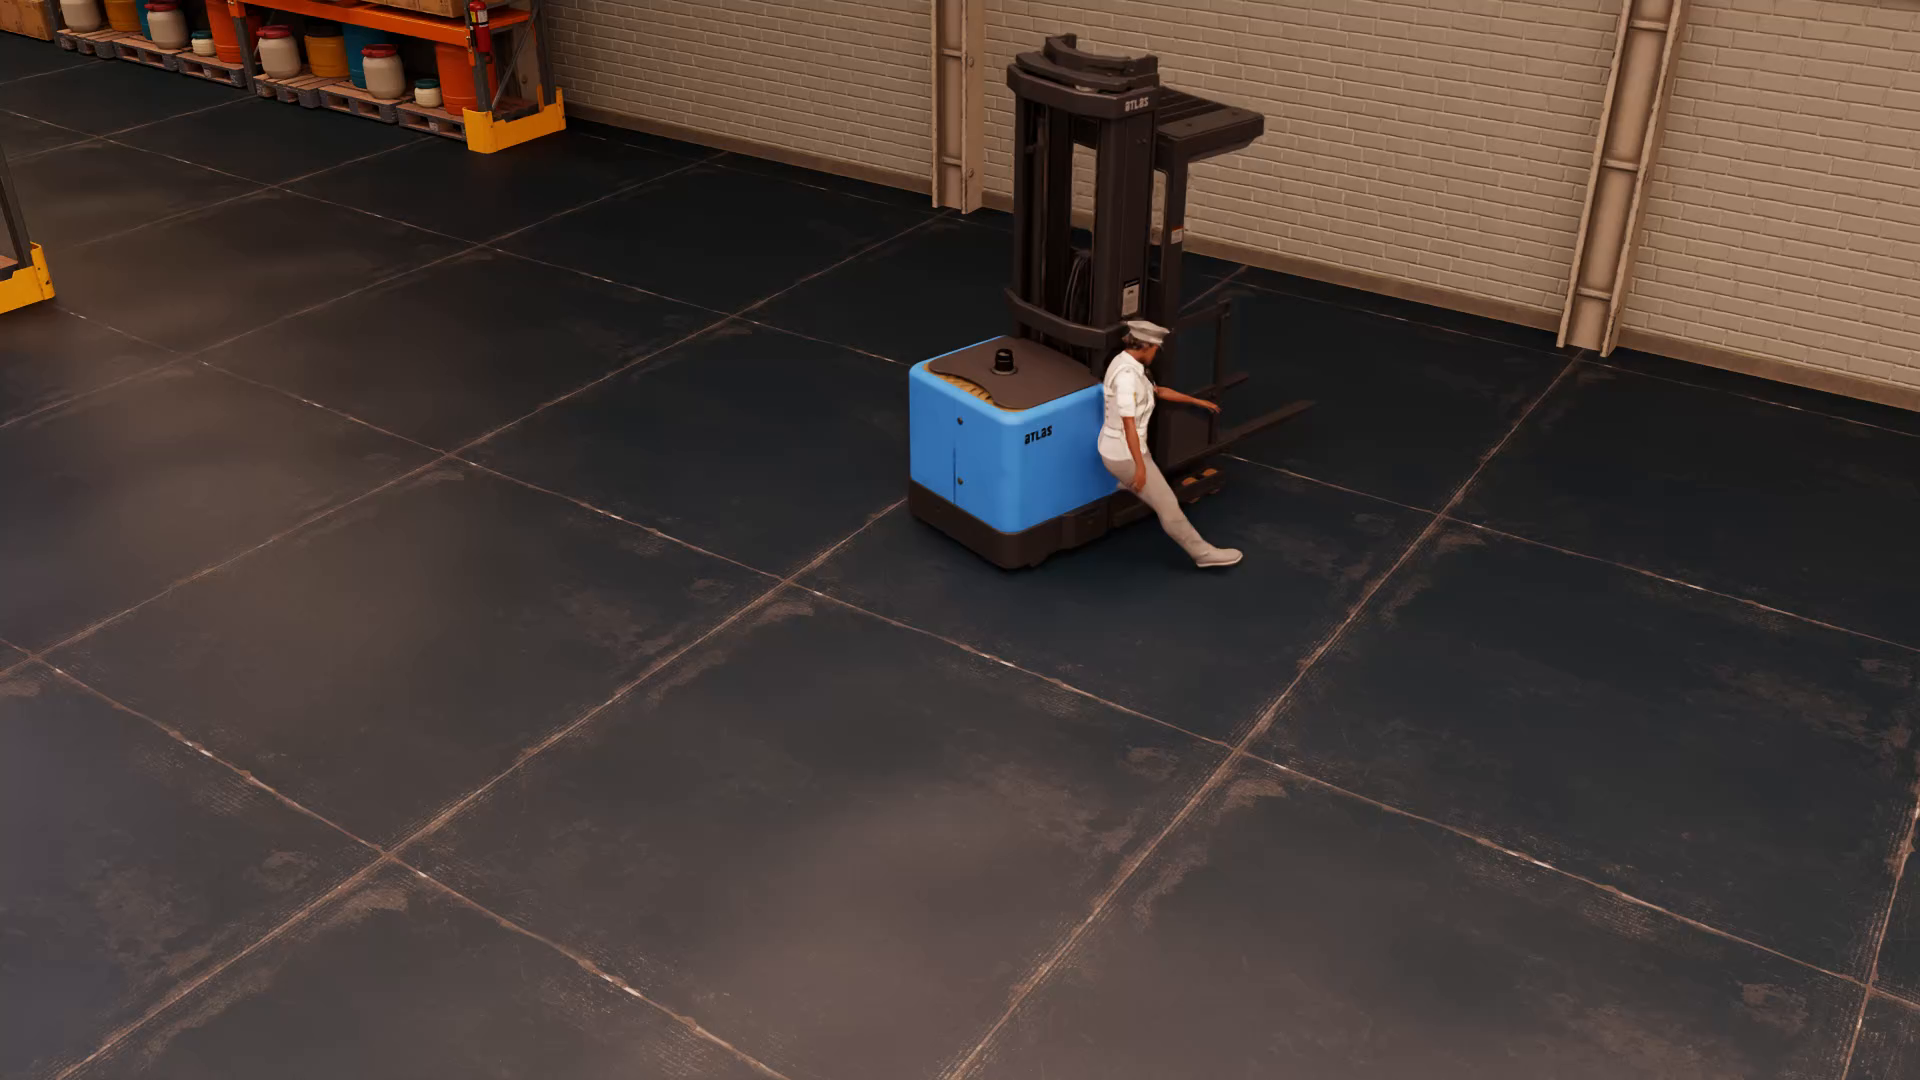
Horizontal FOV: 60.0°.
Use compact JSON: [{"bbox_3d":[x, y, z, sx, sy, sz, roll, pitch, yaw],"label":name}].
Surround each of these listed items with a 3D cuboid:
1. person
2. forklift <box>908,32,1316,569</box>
[{"bbox_3d":[1.216,-0.583,9.981,1.042,1.467,0.827,3,30,5],"label":"person"},{"bbox_3d":[1.131,-1.695,10.499,3.031,2.935,1.130,-22,37,-33],"label":"forklift"}]
